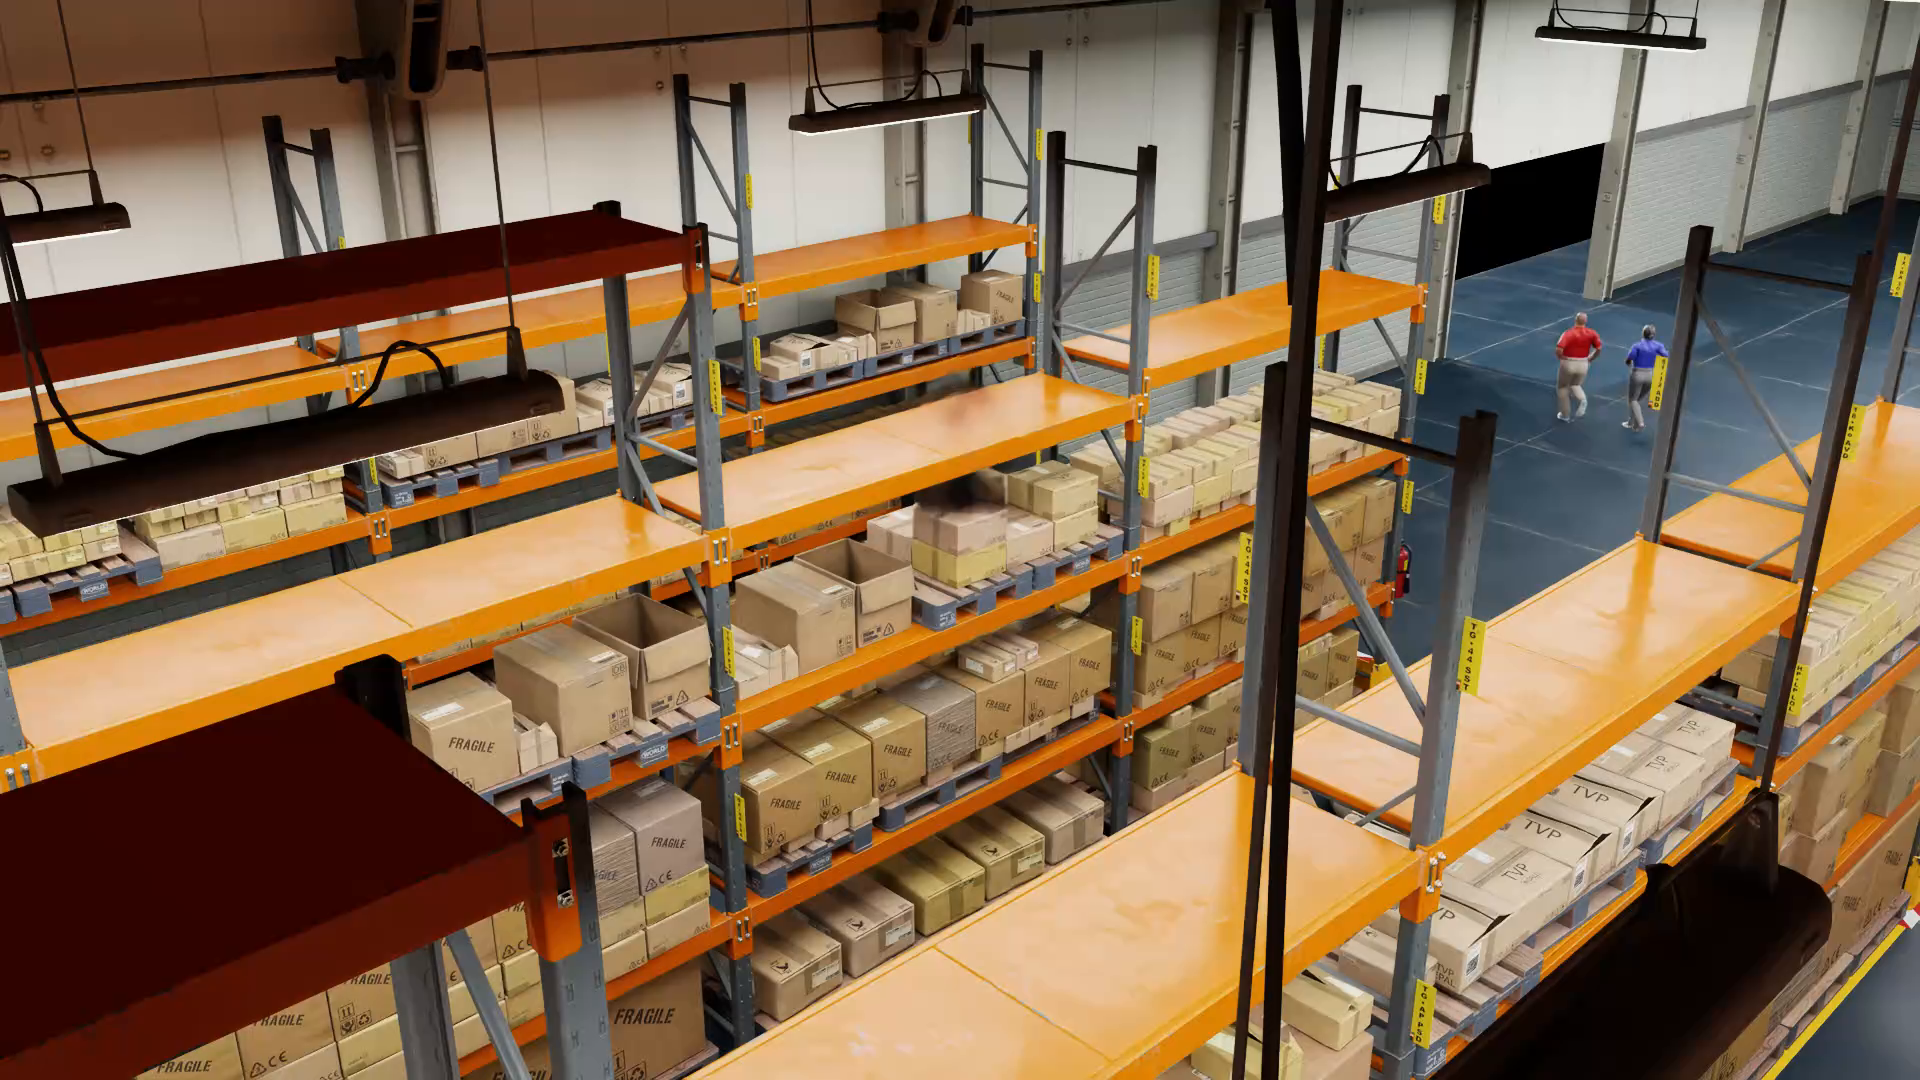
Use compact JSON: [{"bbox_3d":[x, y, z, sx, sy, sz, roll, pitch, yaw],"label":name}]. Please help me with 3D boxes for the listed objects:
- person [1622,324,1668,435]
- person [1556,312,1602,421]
[{"bbox_3d":[10.005,-2.353,24.387,0.597,1.647,0.772,-1,22,-2],"label":"person"},{"bbox_3d":[9.219,-2.588,24.943,0.670,1.681,0.599,0,22,0],"label":"person"}]
